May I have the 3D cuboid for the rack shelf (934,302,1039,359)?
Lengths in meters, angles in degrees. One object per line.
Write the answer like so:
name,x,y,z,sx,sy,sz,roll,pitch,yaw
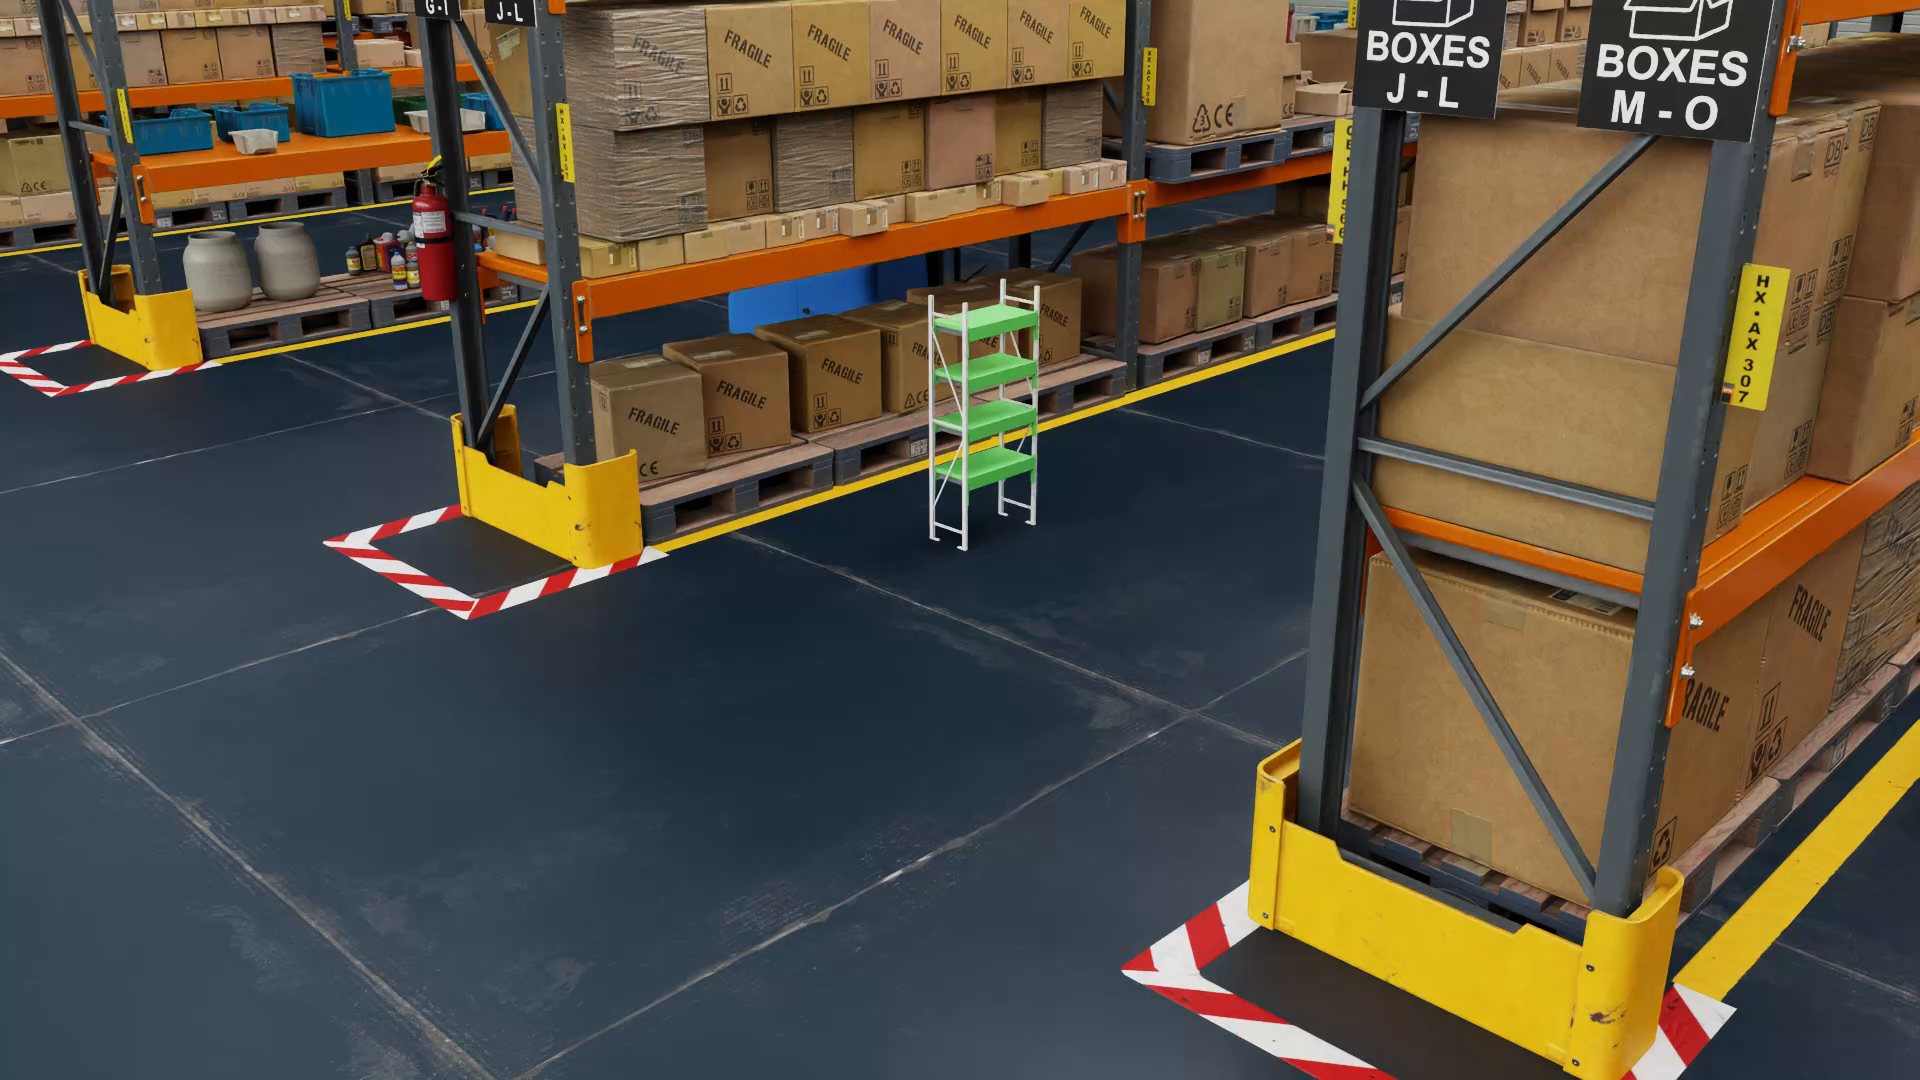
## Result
rack shelf,0.115,-0.991,7.821,0.258,0.148,0.480,19,28,41

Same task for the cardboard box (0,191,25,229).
cardboard box,-8.636,-2.901,14.689,0.500,0.250,0.500,19,28,41

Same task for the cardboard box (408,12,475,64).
cardboard box,-5.464,-5.310,17.570,0.500,0.500,0.500,-18,27,-38

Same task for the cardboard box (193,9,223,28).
cardboard box,-7.126,-4.900,15.597,0.380,0.149,0.250,19,28,40

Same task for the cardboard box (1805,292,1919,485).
cardboard box,2.484,-0.595,5.232,0.875,0.550,0.550,19,28,41

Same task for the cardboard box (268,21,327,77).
cardboard box,-6.684,-4.866,16.414,0.700,0.500,0.500,18,28,39

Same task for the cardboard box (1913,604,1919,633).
cardboard box,3.710,-0.247,6.913,0.875,0.875,0.875,-20,28,-41

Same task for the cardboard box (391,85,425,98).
cardboard box,-7.605,-6.042,22.485,0.500,0.500,0.700,-20,29,-41

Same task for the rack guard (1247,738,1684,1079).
rack guard,1.392,1.014,4.739,1.175,0.500,0.348,19,28,41

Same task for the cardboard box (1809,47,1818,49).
cardboard box,8.895,-5.181,17.722,0.380,0.149,0.250,20,28,41

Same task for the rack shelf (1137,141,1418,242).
rack shelf,2.111,-2.633,11.746,1.077,0.370,4.000,19,28,41

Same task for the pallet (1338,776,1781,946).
pallet,1.911,0.918,5.393,1.003,0.211,1.213,19,28,41

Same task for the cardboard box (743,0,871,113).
cardboard box,-0.794,-2.407,8.209,0.500,0.500,0.500,19,28,41

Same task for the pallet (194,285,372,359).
pallet,-5.033,-1.603,11.951,1.003,0.211,1.213,19,28,41

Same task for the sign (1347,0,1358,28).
sign,3.107,-4.161,13.106,0.100,0.325,0.005,19,28,41

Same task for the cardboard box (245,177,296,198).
cardboard box,-6.902,-3.547,16.370,0.500,0.250,0.500,19,28,41

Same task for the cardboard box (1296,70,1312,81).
cardboard box,2.173,-3.235,11.935,0.500,0.250,0.500,18,28,39

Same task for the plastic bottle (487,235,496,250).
plastic bottle,-3.551,-2.217,12.845,0.135,0.276,0.152,-20,28,-41

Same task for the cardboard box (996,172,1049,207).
cardboard box,0.284,-2.005,9.460,0.380,0.149,0.250,19,28,41

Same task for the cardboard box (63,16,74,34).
cardboard box,-8.022,-4.569,14.737,0.380,0.149,0.250,18,27,39

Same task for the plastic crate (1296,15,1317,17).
plastic crate,4.212,-6.409,20.718,0.416,0.233,0.300,19,28,41

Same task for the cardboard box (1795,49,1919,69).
cardboard box,3.142,-1.400,5.822,0.875,0.550,0.550,19,28,41

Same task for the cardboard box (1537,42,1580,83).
cardboard box,4.754,-3.852,13.776,0.500,0.500,0.500,19,28,40

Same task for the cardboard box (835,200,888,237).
cardboard box,-0.589,-1.684,8.625,0.380,0.149,0.250,19,28,41

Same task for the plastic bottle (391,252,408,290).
plastic bottle,-4.135,-1.986,12.250,0.097,0.271,0.097,0,21,0

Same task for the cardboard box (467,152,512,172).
cardboard box,-5.203,-4.154,17.948,0.500,0.250,0.500,18,28,39

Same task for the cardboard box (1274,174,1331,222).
cardboard box,2.698,-2.553,12.360,0.500,0.250,0.500,-16,26,-36

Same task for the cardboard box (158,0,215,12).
cardboard box,-7.385,-5.213,15.508,0.700,0.500,0.500,19,28,41

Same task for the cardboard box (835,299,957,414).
cardboard box,-0.362,-1.062,9.557,0.500,0.500,0.500,16,26,36

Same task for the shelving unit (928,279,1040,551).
shelving unit,0.115,-0.603,7.970,0.258,1.200,0.503,19,28,41

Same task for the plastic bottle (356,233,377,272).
plastic bottle,-4.587,-2.220,12.841,0.133,0.283,0.061,-19,28,-41

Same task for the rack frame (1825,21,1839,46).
rack frame,9.087,-5.539,18.305,1.000,3.000,0.127,19,28,41

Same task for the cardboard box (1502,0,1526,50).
cardboard box,4.028,-4.181,13.235,0.637,0.503,0.797,-19,28,-40

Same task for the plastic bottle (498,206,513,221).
plastic bottle,-3.693,-2.559,13.631,0.185,0.351,0.144,-19,28,-41

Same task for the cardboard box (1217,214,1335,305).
cardboard box,2.285,-2.051,12.100,0.500,0.500,0.700,-17,27,-38

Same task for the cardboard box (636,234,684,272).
cardboard box,-1.516,-1.382,7.839,0.380,0.149,0.250,19,28,41

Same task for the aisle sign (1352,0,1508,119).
aisle sign,1.145,-1.429,3.988,0.394,0.787,0.004,19,28,41

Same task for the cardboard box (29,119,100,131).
cardboard box,-8.321,-3.642,15.571,0.500,0.500,0.500,19,28,41

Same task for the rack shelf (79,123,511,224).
rack shelf,-4.228,-2.844,12.296,1.077,0.370,4.000,19,28,41

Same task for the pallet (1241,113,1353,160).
pallet,2.155,-2.874,11.638,1.003,0.211,1.213,19,28,41

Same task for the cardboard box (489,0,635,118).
cardboard box,-1.868,-2.282,7.882,0.500,0.500,0.500,19,28,41

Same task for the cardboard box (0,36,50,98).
cardboard box,-8.472,-4.206,14.698,0.500,0.500,0.700,-19,28,-41

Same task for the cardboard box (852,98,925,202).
cardboard box,-0.671,-2.148,8.928,0.875,0.500,0.500,19,28,41

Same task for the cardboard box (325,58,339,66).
cardboard box,-8.403,-6.128,21.663,0.500,0.250,0.500,19,28,40

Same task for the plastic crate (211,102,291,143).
plastic crate,-5.031,-2.965,11.816,0.499,0.251,0.408,19,28,41

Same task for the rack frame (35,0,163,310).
rack frame,-5.623,-2.666,10.829,1.000,3.000,0.127,19,28,41

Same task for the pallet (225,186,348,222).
pallet,-6.964,-3.439,16.728,1.003,0.211,1.213,19,28,41

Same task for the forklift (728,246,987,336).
forklift,-0.567,-2.858,11.425,1.130,2.935,3.031,6,22,16

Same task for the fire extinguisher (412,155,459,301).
fire extinguisher,-2.484,-1.476,7.842,0.296,0.674,0.183,19,28,41

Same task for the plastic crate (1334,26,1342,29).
plastic crate,4.517,-6.199,20.306,0.298,0.136,0.250,19,28,41
